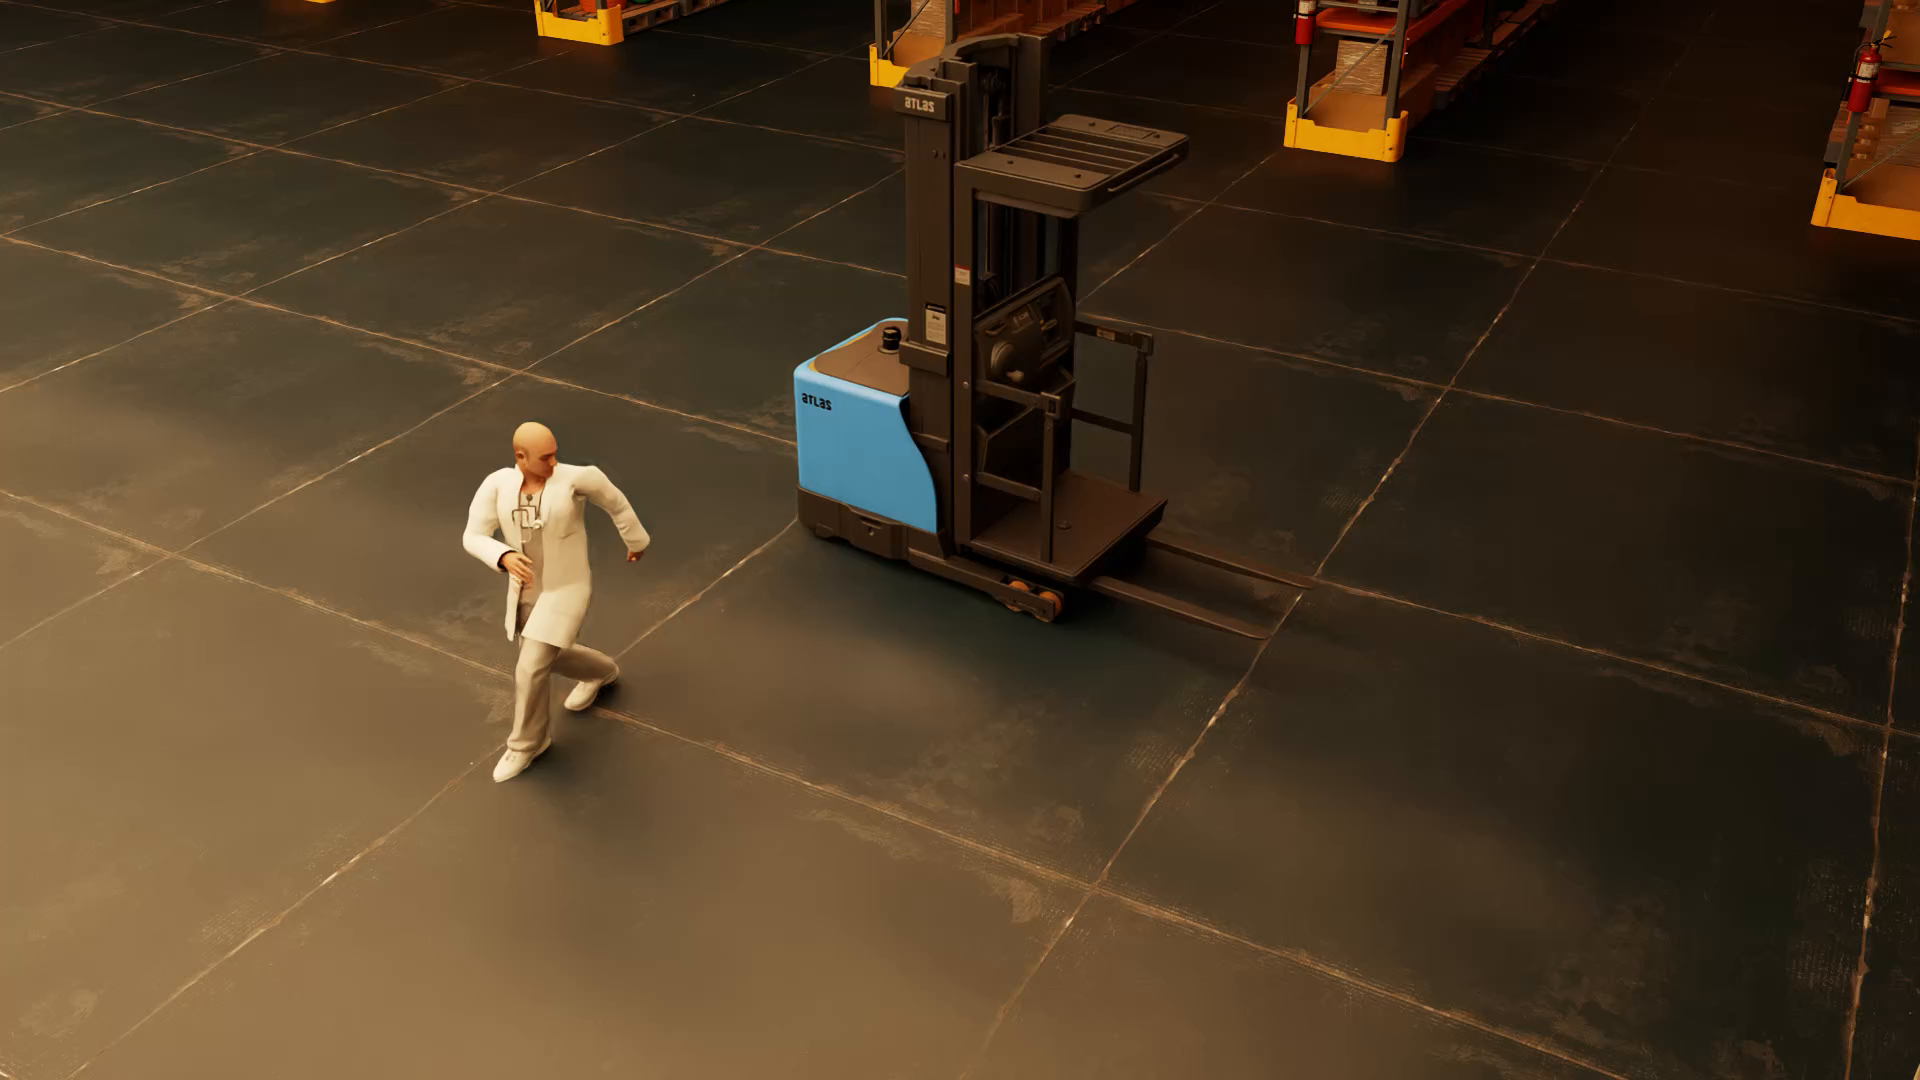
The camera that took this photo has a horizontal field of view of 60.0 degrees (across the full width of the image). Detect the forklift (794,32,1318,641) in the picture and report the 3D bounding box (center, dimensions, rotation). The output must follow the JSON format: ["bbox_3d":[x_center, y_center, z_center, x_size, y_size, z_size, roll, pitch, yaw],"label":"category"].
[{"bbox_3d":[0.528,-1.119,9.009,3.031,2.935,1.130,19,35,29],"label":"forklift"}]

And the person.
[{"bbox_3d":[-1.967,0.231,7.954,0.607,1.706,1.007,13,32,21],"label":"person"}]
